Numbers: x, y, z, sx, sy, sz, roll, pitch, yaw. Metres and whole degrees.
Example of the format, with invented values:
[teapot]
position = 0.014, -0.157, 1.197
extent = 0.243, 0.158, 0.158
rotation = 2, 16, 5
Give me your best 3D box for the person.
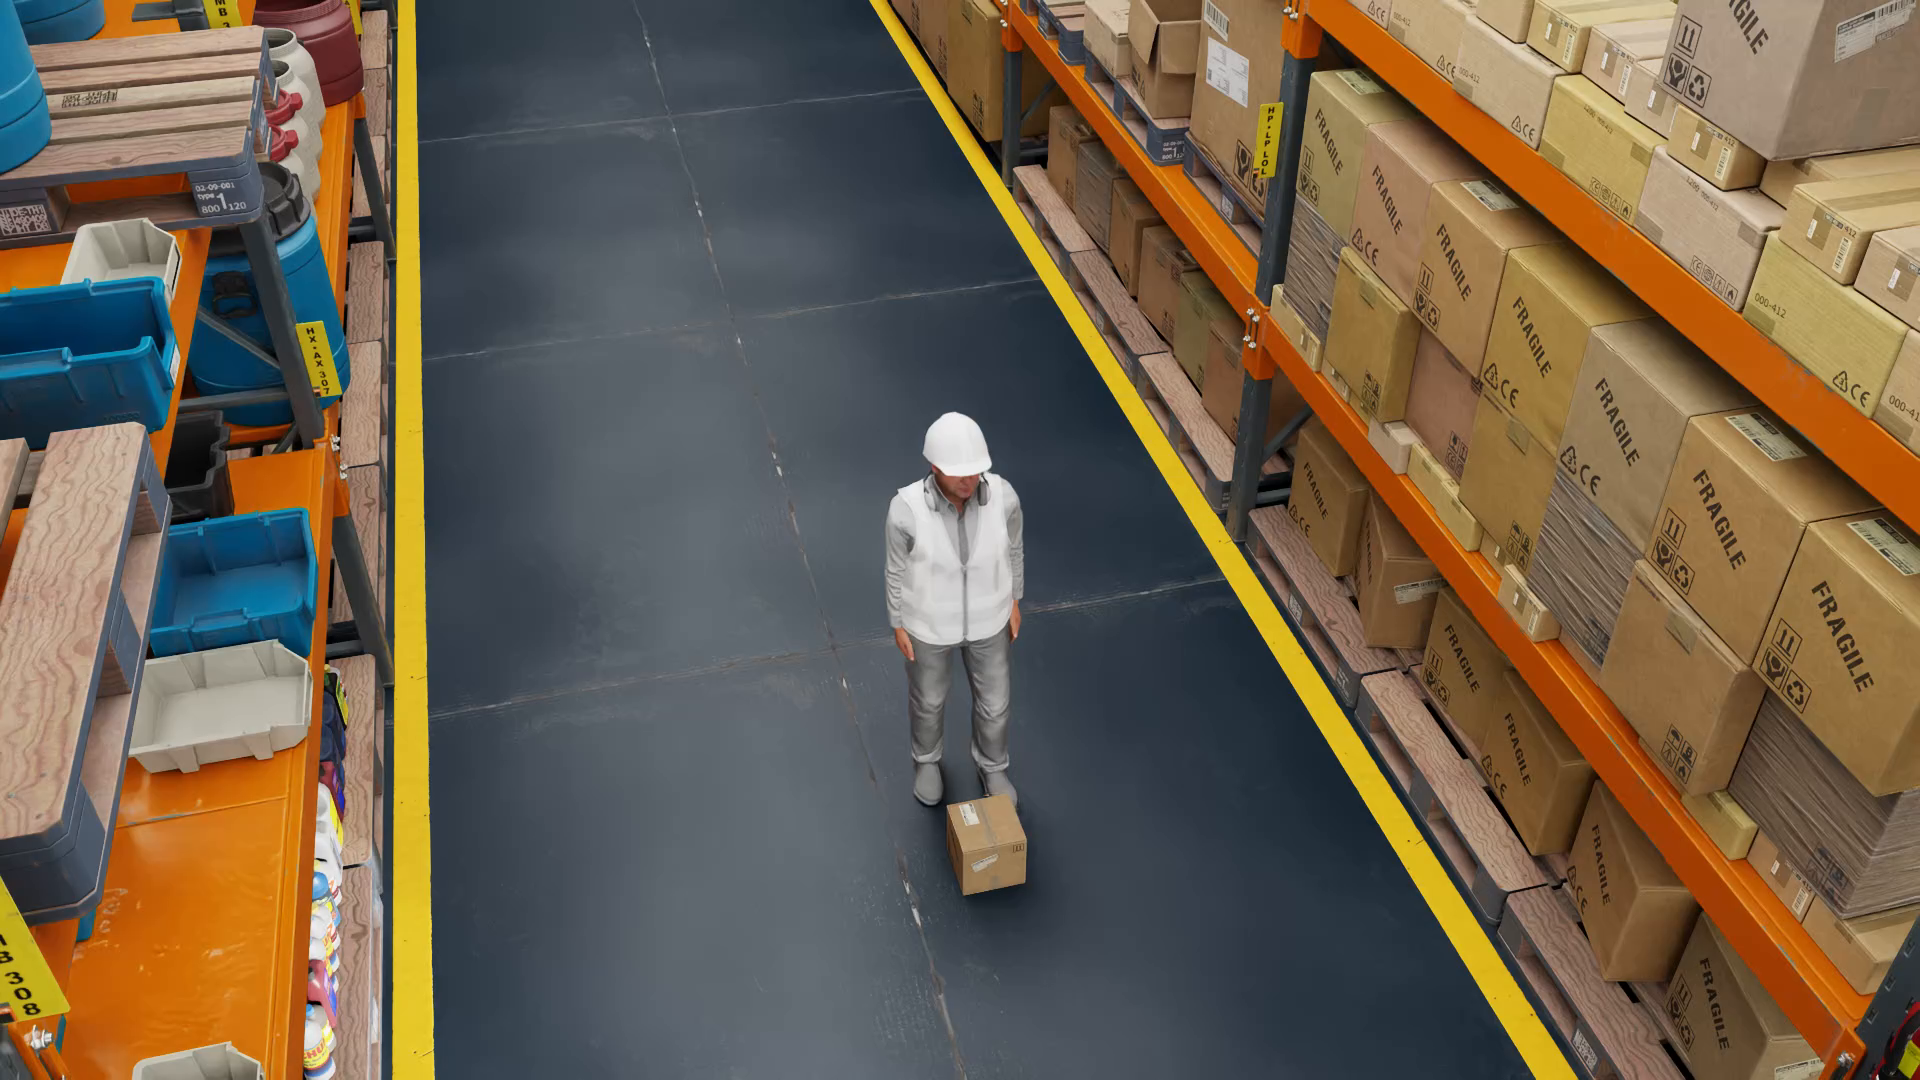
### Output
[person]
position = -0.002, 0.305, 6.301
extent = 0.540, 1.772, 0.439
rotation = -9, 39, -11
